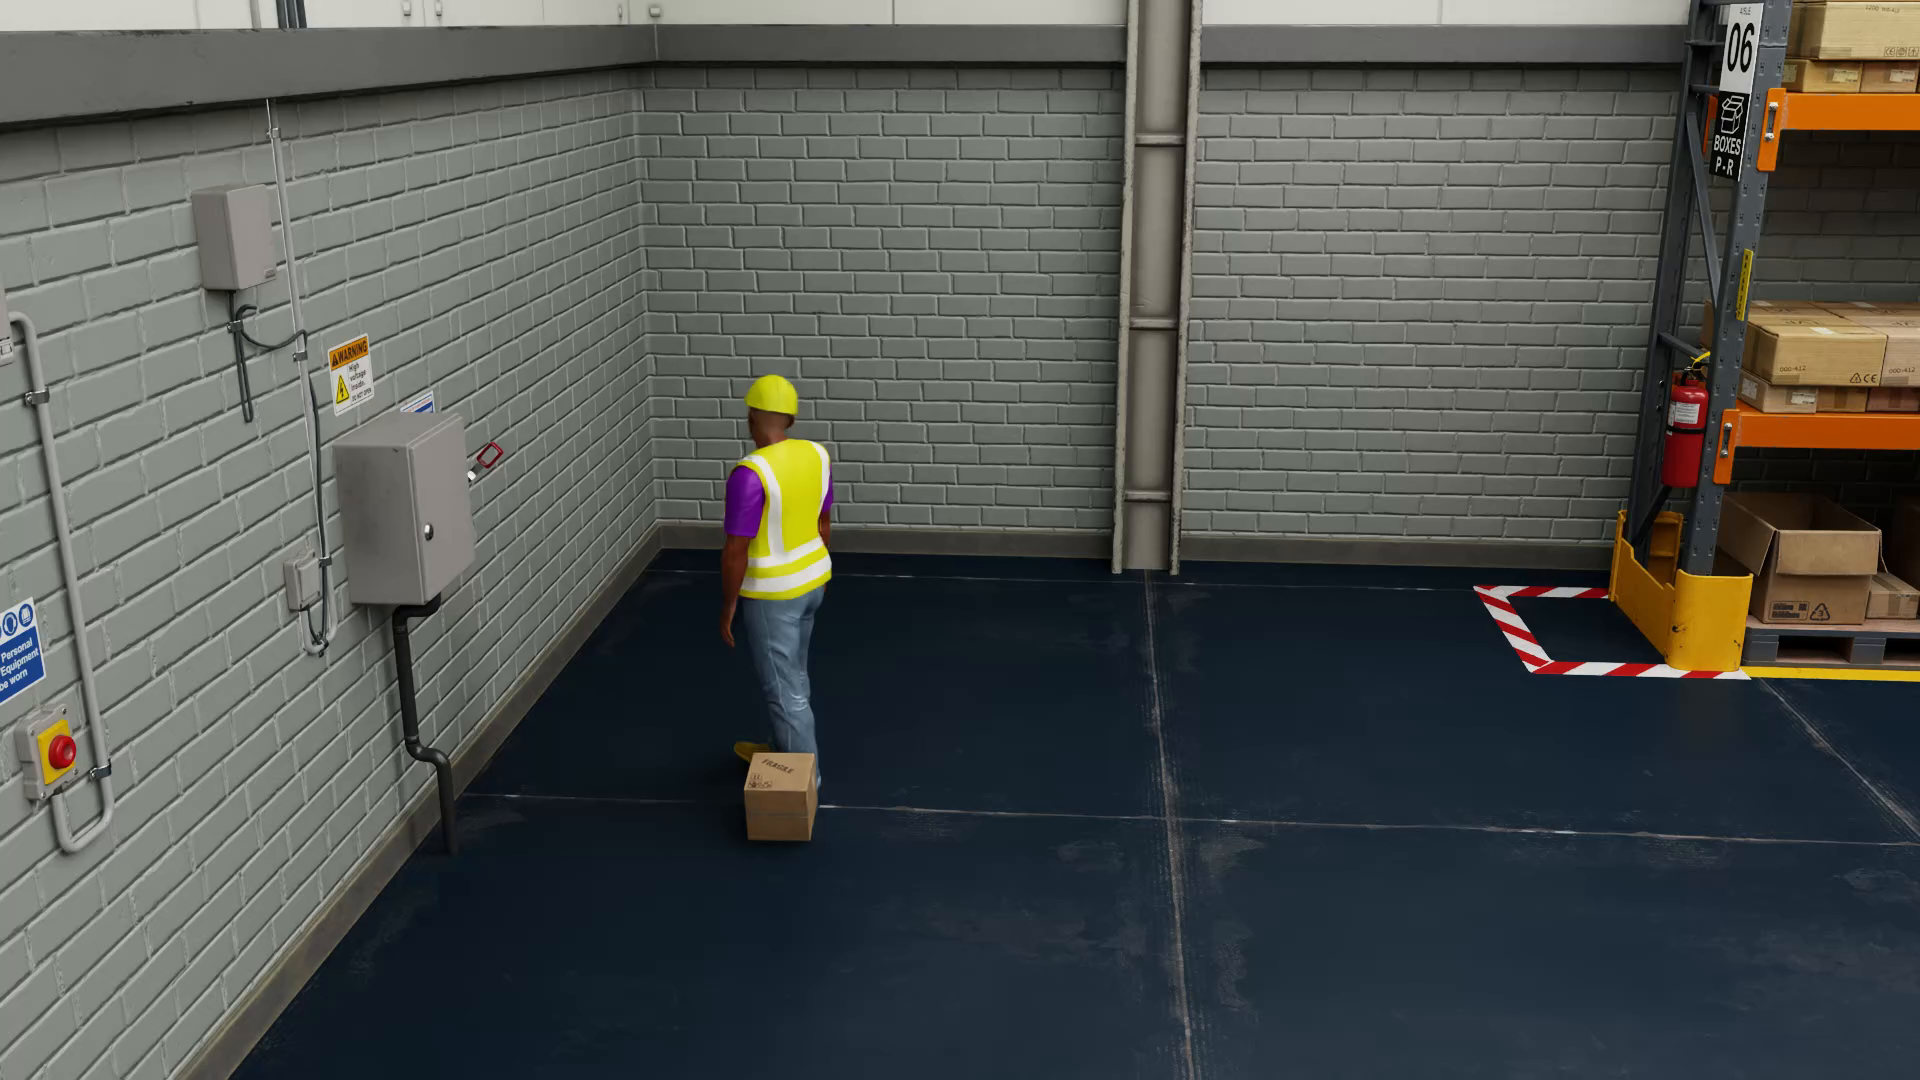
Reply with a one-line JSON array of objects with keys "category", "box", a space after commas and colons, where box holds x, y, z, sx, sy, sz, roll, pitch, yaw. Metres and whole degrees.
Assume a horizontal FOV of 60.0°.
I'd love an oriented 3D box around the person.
[{"category": "person", "box": [-0.778, 0.187, 6.830, 0.570, 1.763, 0.654, 9, 20, 28]}]
